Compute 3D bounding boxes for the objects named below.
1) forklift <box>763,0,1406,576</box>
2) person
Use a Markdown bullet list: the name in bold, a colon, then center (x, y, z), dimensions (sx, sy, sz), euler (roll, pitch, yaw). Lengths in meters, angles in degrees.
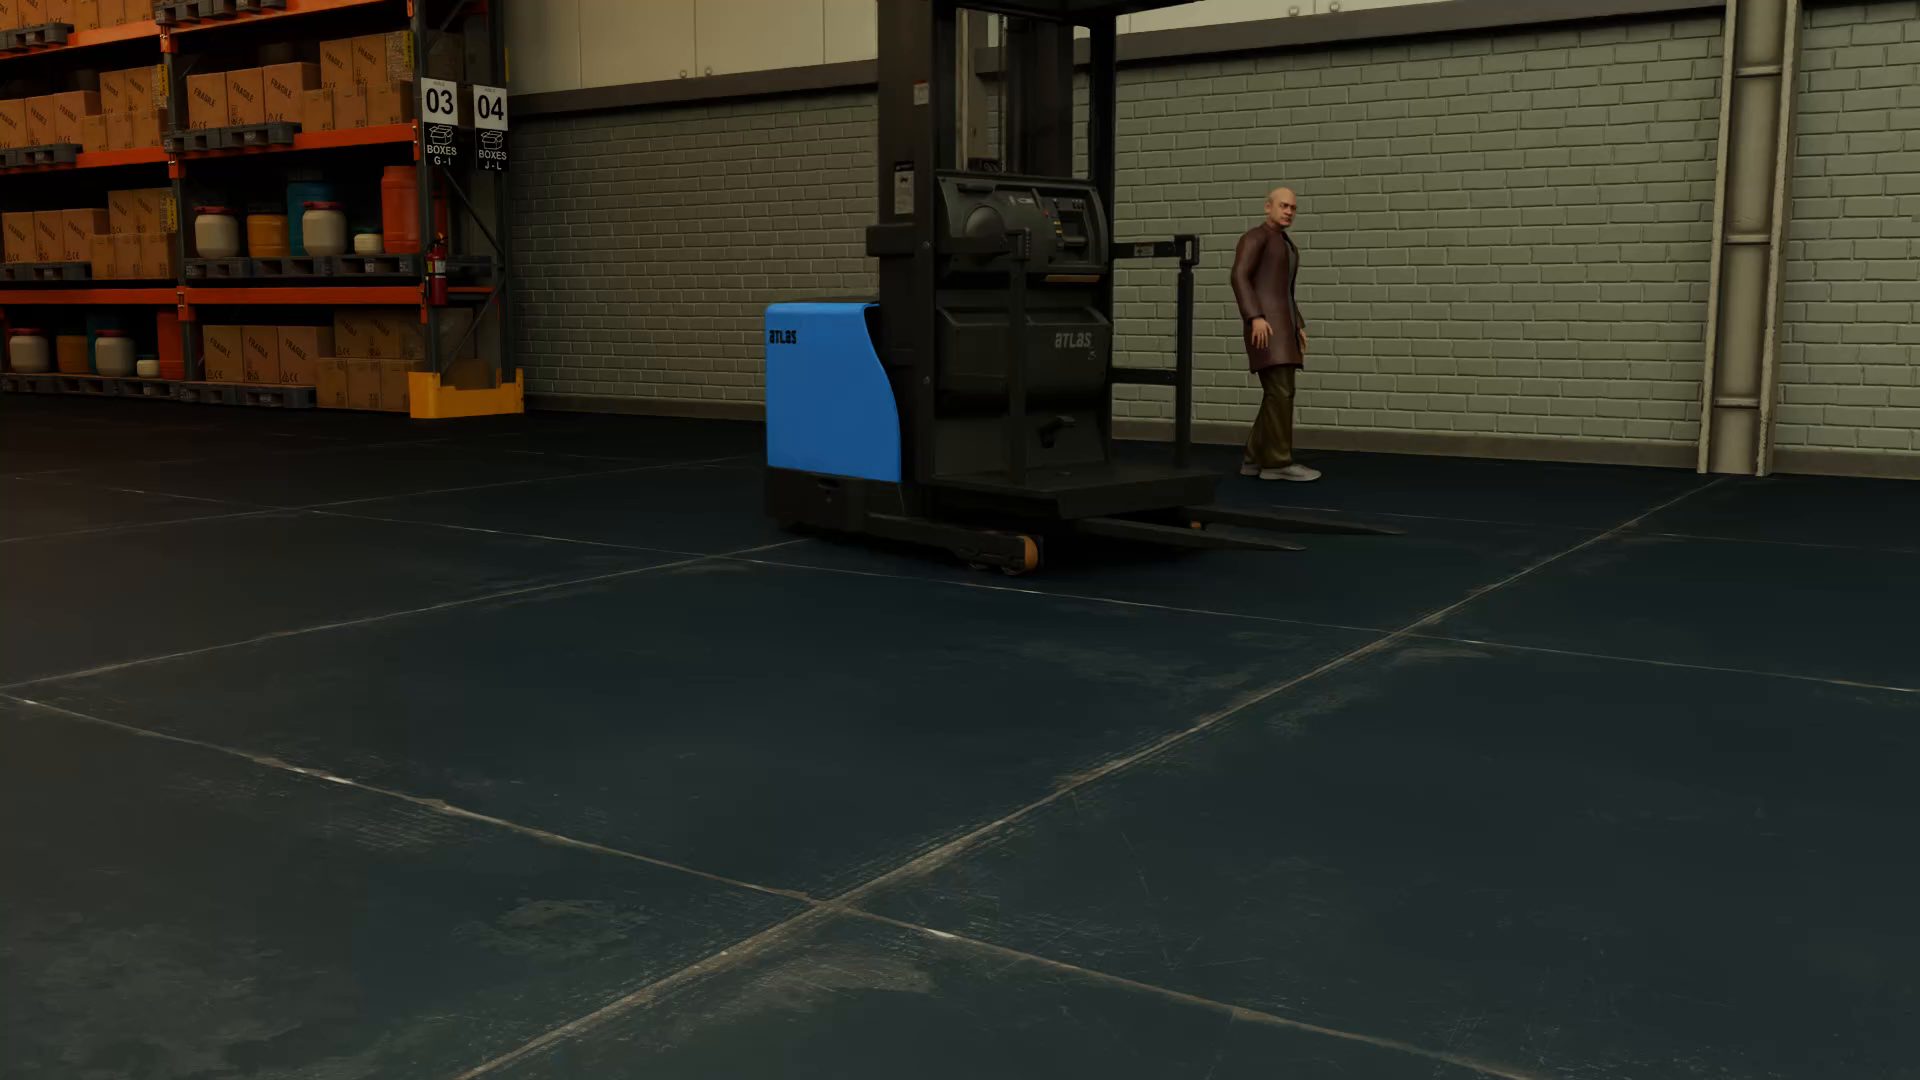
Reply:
- **forklift**: center (0.420, -1.387, 6.949), dimensions (1.130, 2.935, 3.031), euler (-7, 11, -41)
- **person**: center (1.999, -1.262, 10.188), dimensions (0.561, 1.772, 0.769), euler (4, 9, 25)
